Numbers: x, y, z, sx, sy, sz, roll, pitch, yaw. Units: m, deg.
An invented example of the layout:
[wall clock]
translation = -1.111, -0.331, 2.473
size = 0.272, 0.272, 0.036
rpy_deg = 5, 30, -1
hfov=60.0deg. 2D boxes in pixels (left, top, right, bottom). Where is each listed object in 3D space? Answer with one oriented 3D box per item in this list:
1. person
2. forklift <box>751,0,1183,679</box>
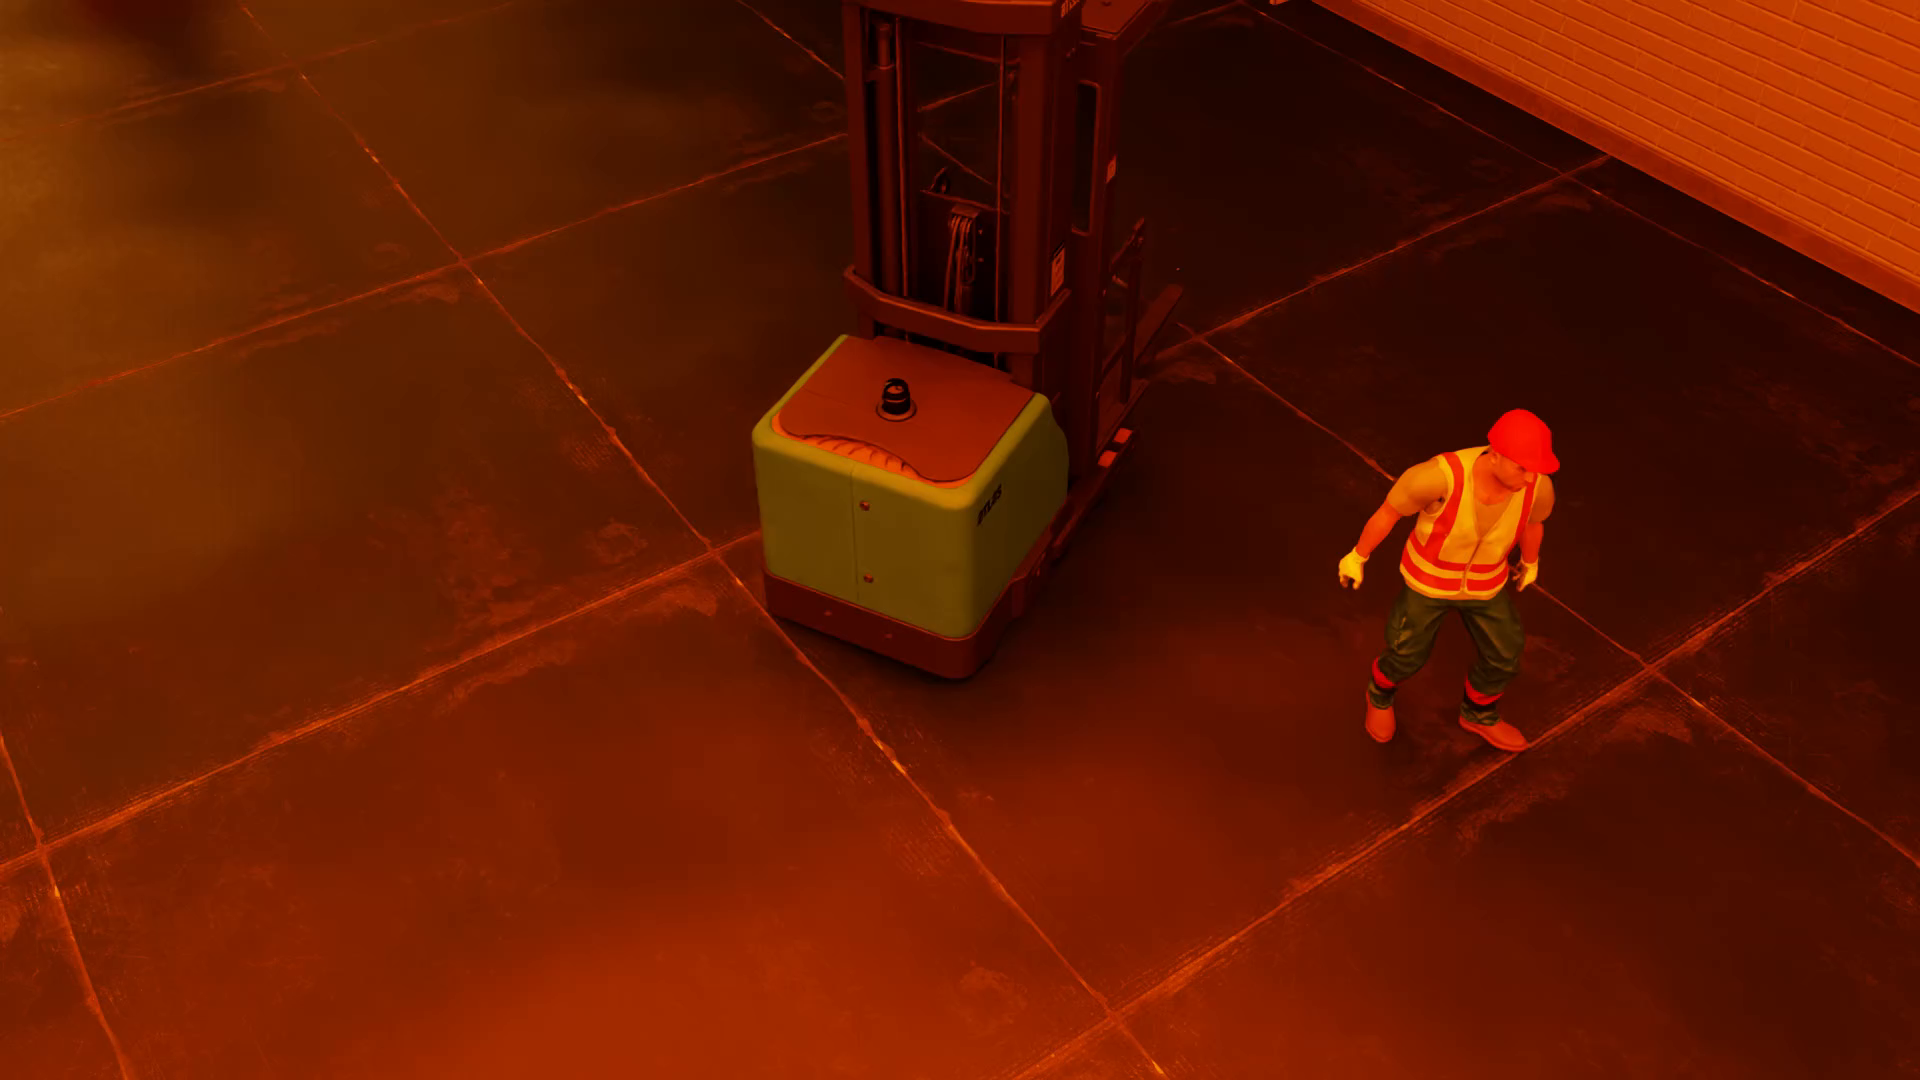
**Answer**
[person]
translation = 1.918, 0.168, 6.422
size = 0.870, 1.747, 0.455
rpy_deg = 0, 43, 0
[forklift]
translation = 0.238, -1.479, 7.321
size = 1.130, 2.935, 3.031
rpy_deg = 19, 46, 19
